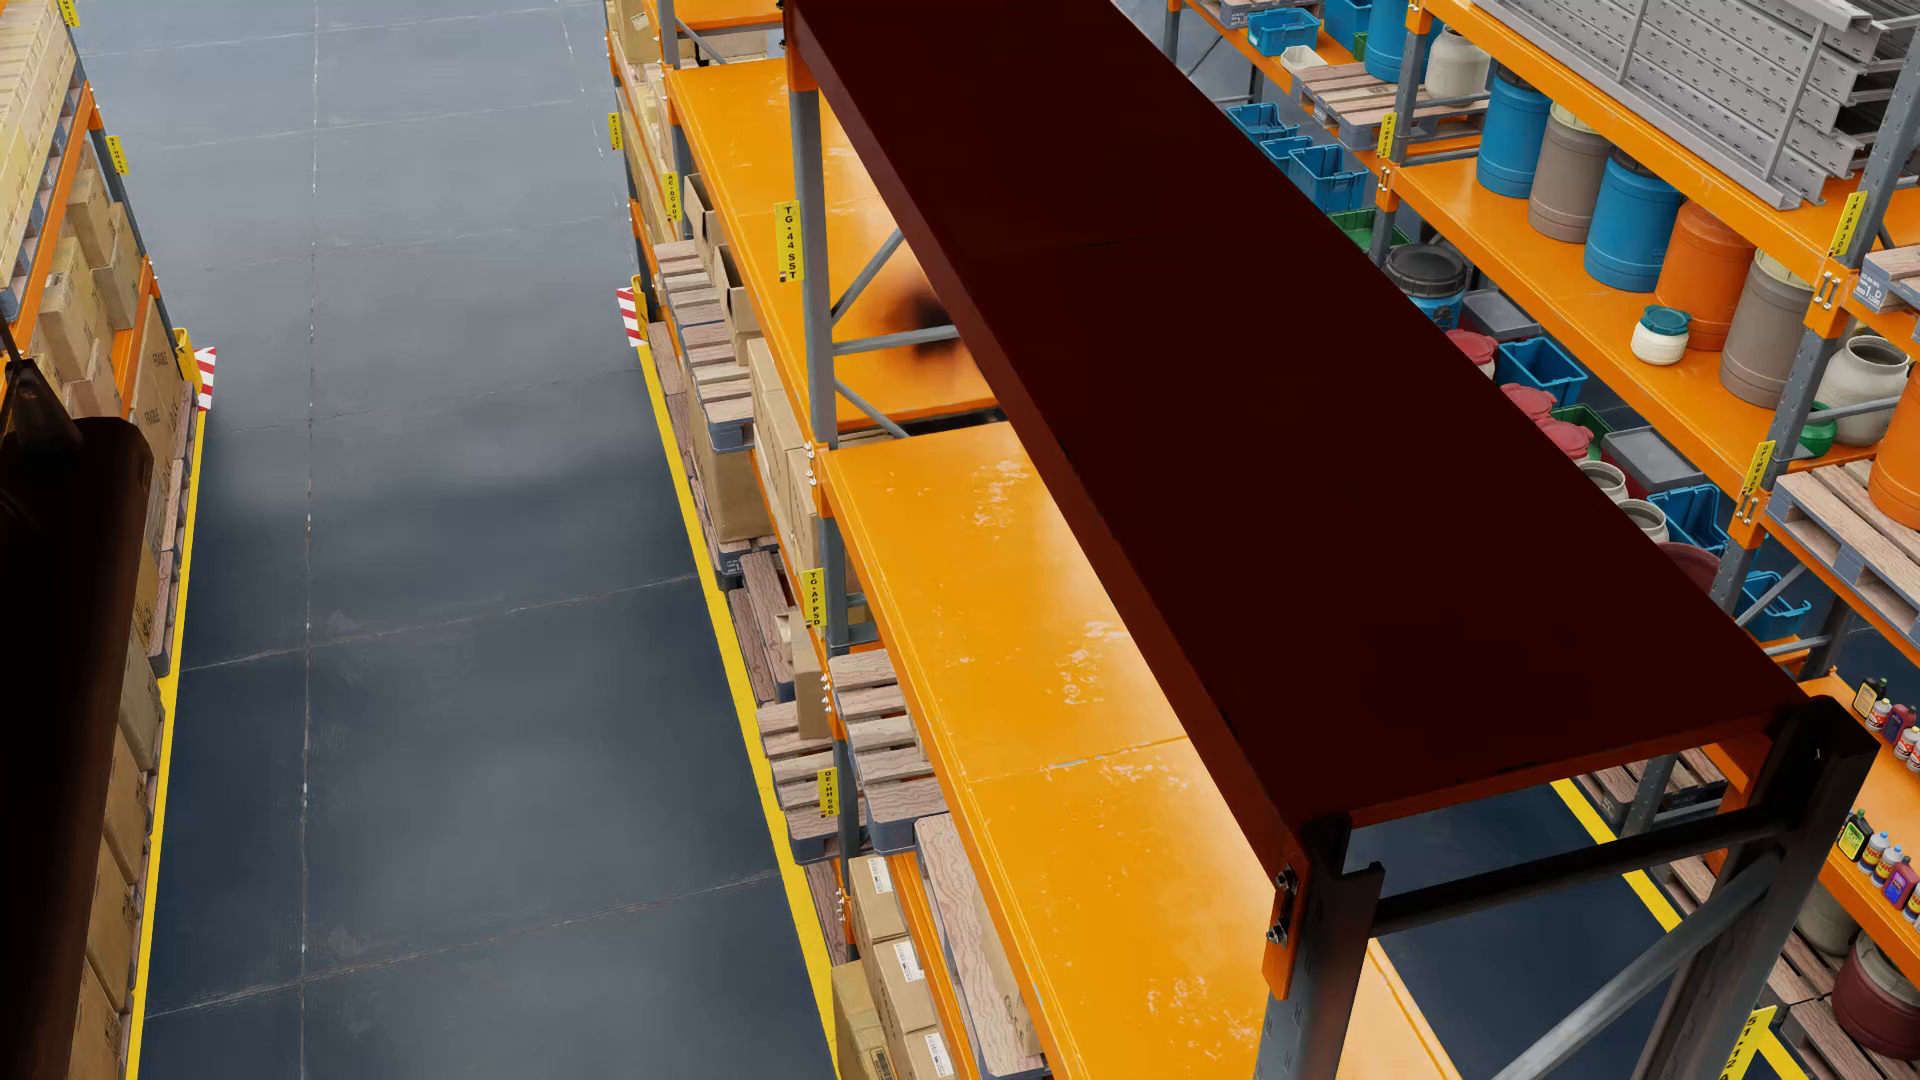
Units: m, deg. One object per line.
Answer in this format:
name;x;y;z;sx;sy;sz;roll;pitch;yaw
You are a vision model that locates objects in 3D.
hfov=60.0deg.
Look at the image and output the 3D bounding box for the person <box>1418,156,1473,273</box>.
person;4.444;-3.014;15.345;0.571;1.626;0.595;-17;41;-20
